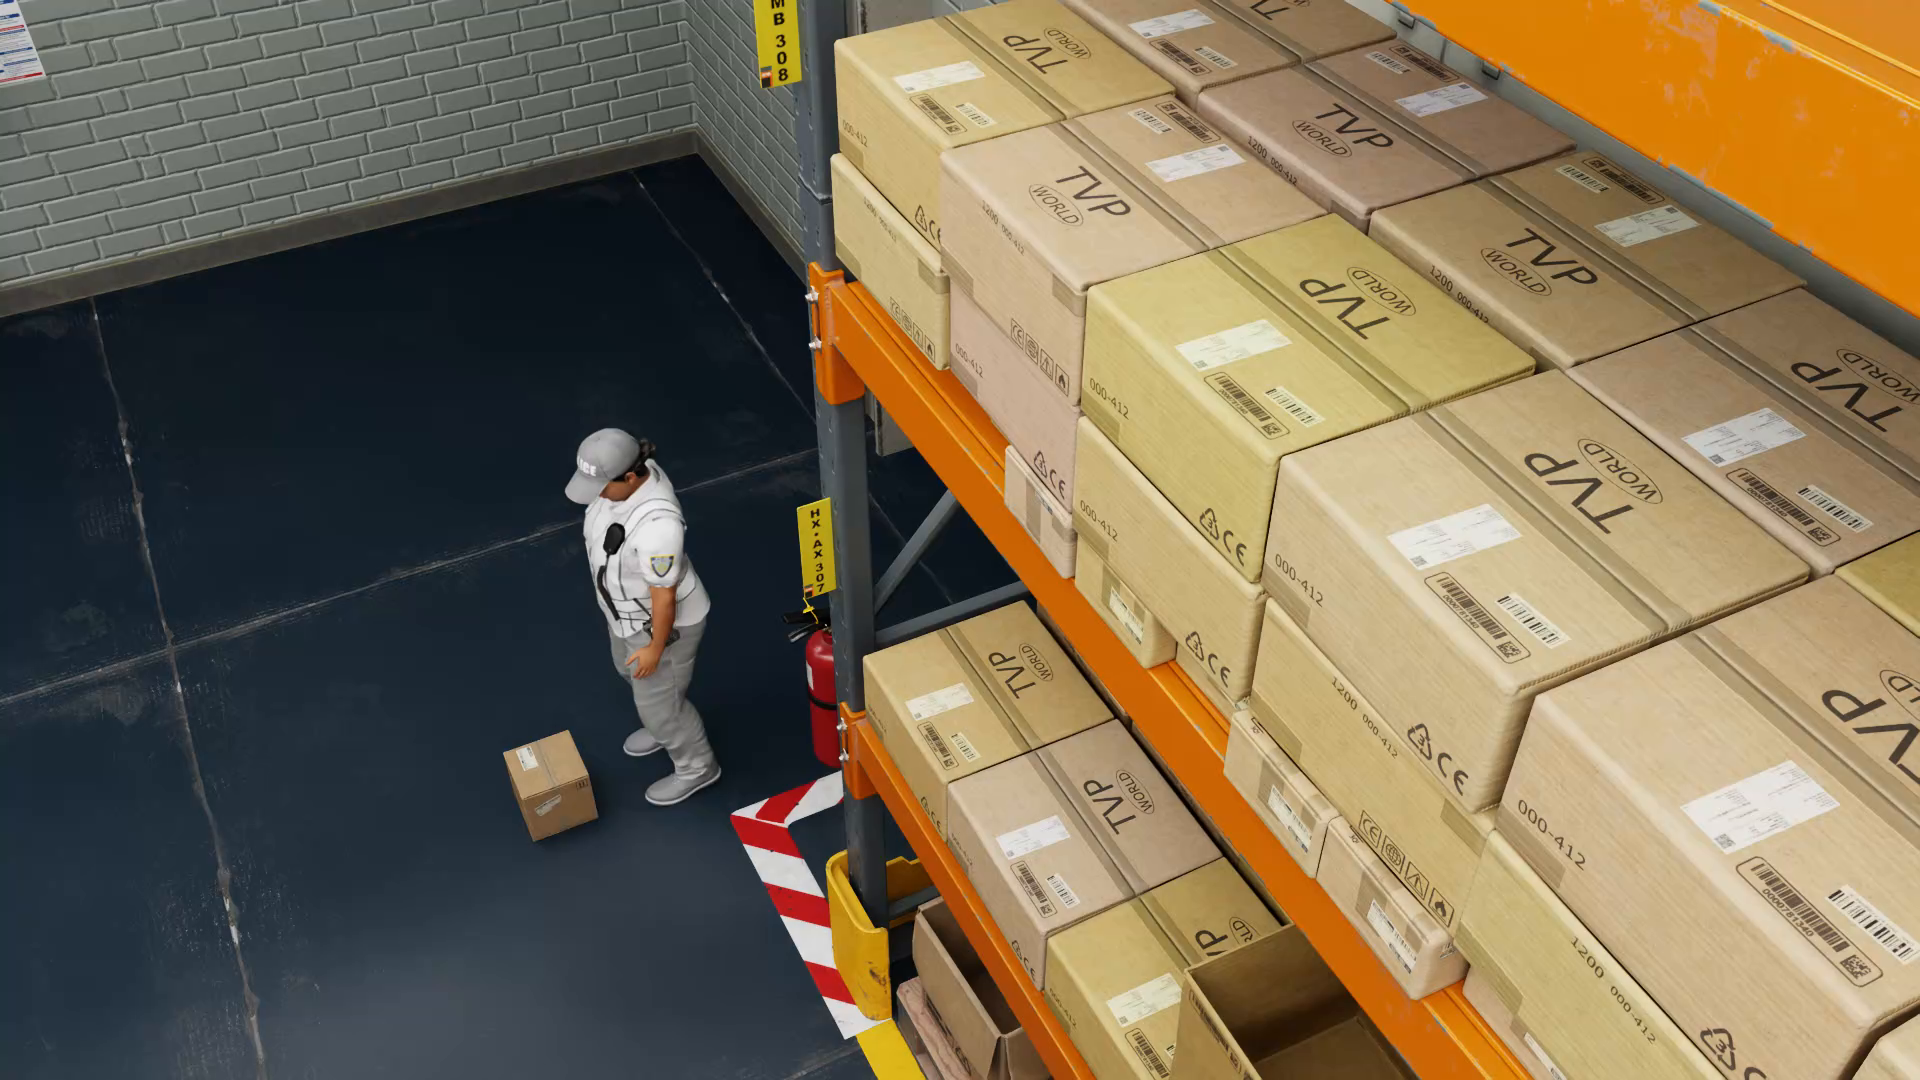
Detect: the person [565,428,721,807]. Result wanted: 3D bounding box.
[{"bbox_3d":[-1.095,0.266,5.877,0.409,1.649,0.478,-18,45,-19],"label":"person"}]
